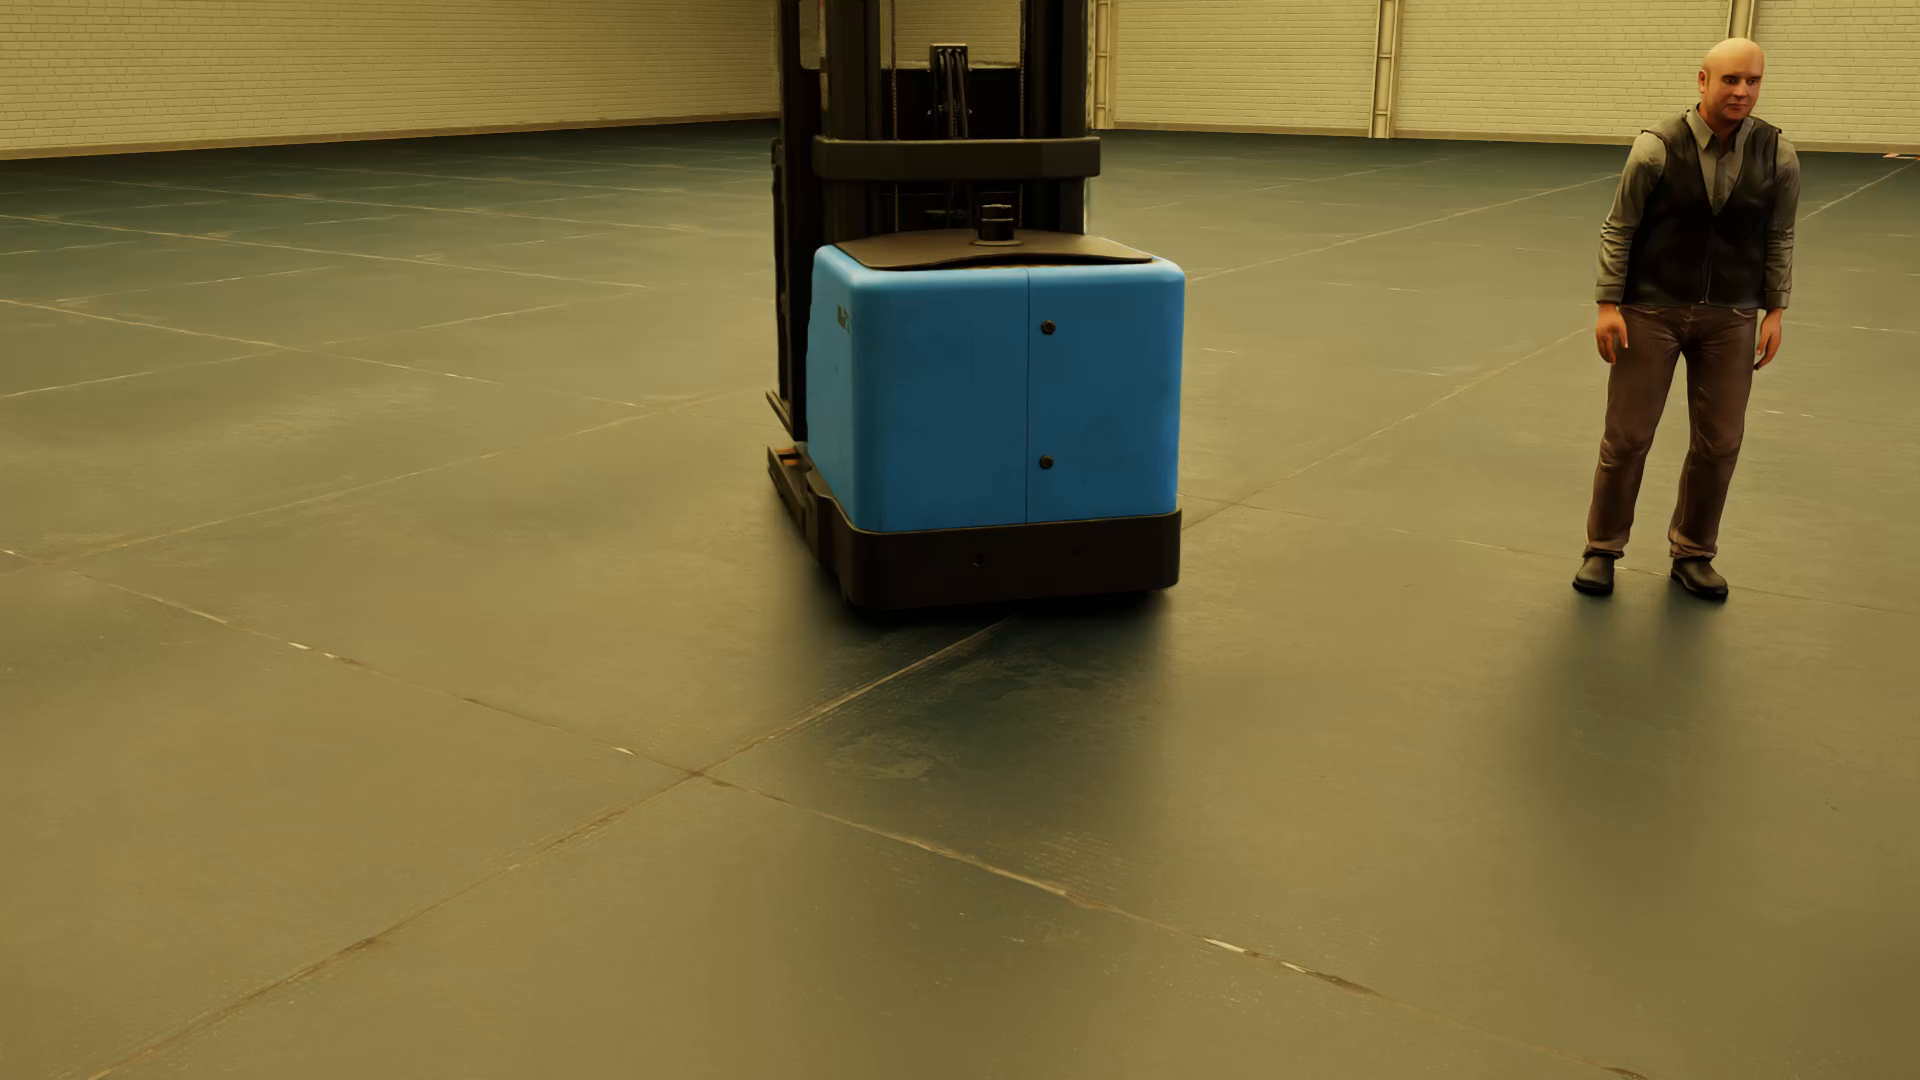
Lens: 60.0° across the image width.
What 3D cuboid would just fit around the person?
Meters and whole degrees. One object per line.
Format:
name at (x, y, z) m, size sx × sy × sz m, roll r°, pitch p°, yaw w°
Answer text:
person at (2.301, -0.690, 5.258) m, size 0.580 × 1.719 × 0.422 m, roll 3°, pitch 17°, yaw 8°

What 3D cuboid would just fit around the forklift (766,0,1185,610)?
forklift at (-0.149, -1.574, 6.097) m, size 1.130 × 2.935 × 3.031 m, roll -4°, pitch 17°, yaw -13°
